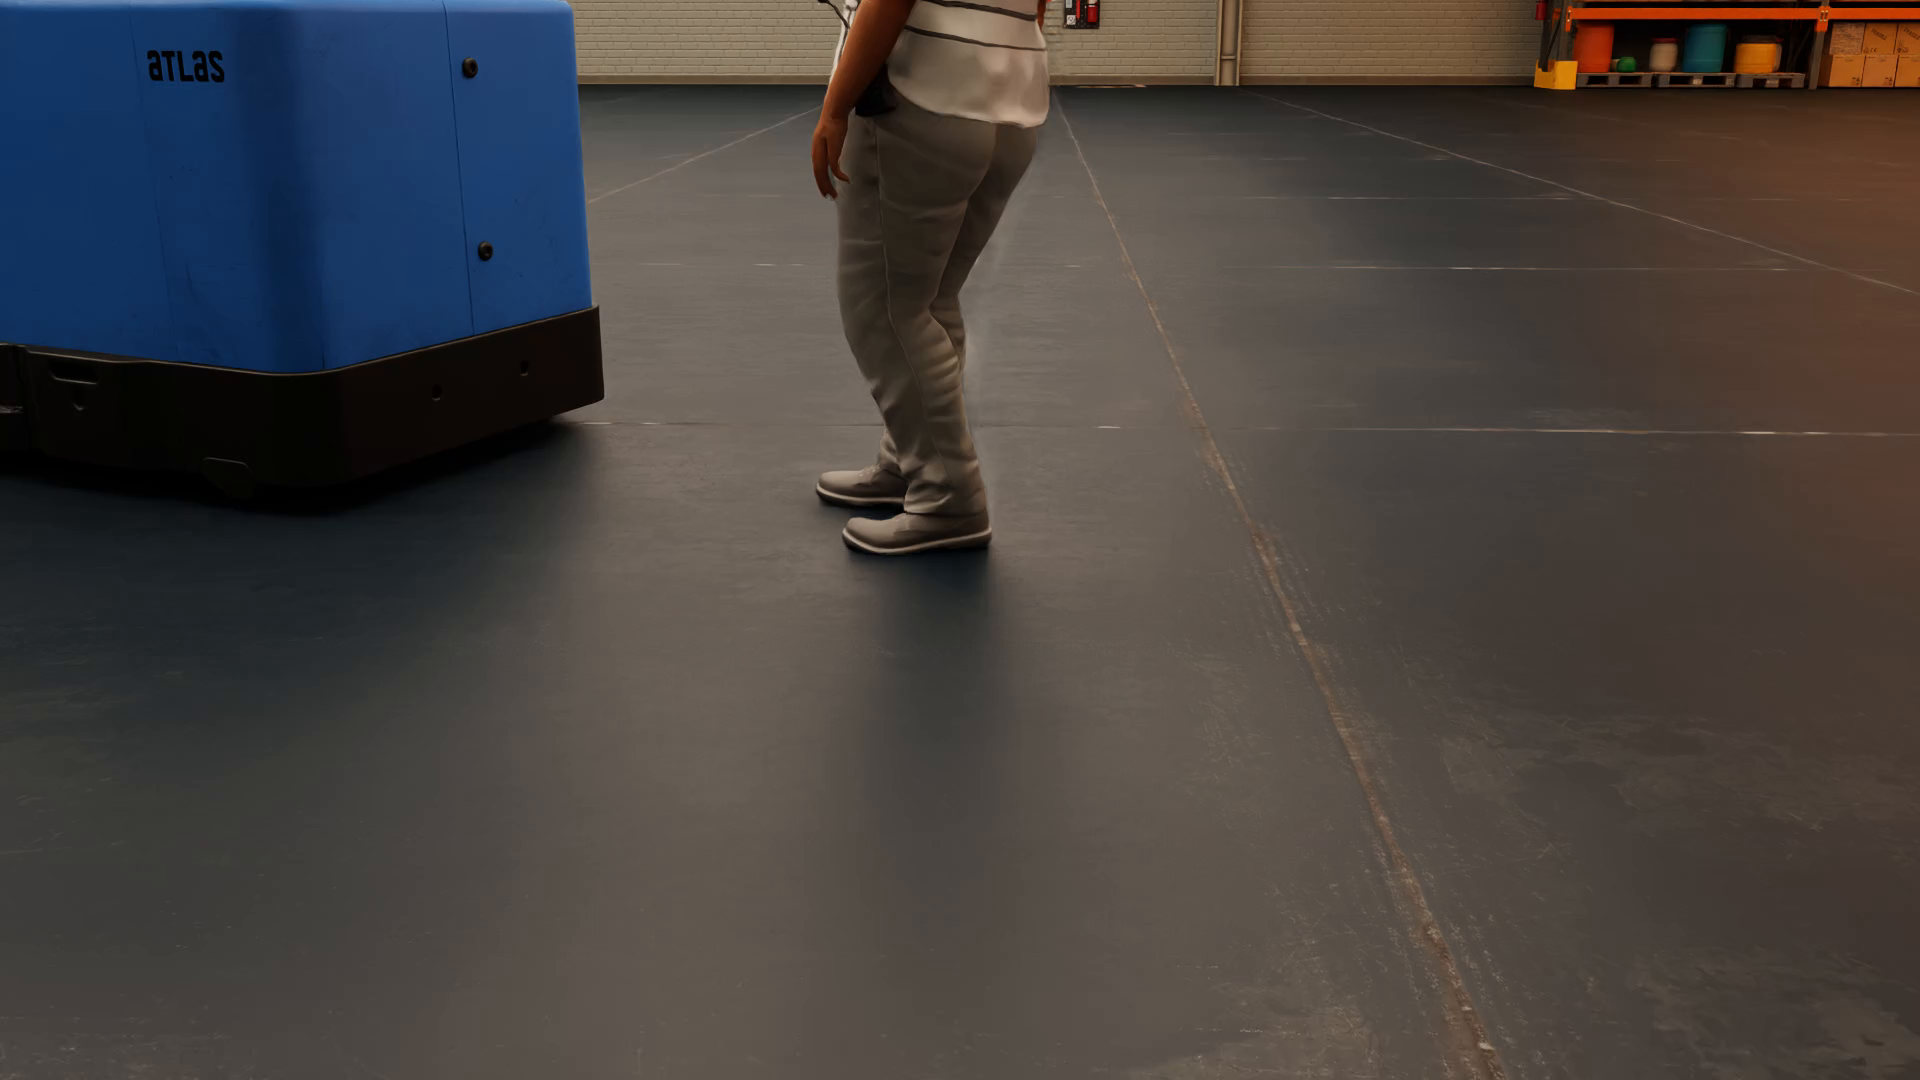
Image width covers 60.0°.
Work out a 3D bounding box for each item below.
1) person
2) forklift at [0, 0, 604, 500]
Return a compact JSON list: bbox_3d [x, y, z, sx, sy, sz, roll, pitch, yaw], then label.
[{"bbox_3d":[-0.132,-0.801,3.182,0.584,1.663,0.588,9,19,27],"label":"person"},{"bbox_3d":[-2.481,-1.762,4.104,3.031,2.935,1.130,8,19,24],"label":"forklift"}]
